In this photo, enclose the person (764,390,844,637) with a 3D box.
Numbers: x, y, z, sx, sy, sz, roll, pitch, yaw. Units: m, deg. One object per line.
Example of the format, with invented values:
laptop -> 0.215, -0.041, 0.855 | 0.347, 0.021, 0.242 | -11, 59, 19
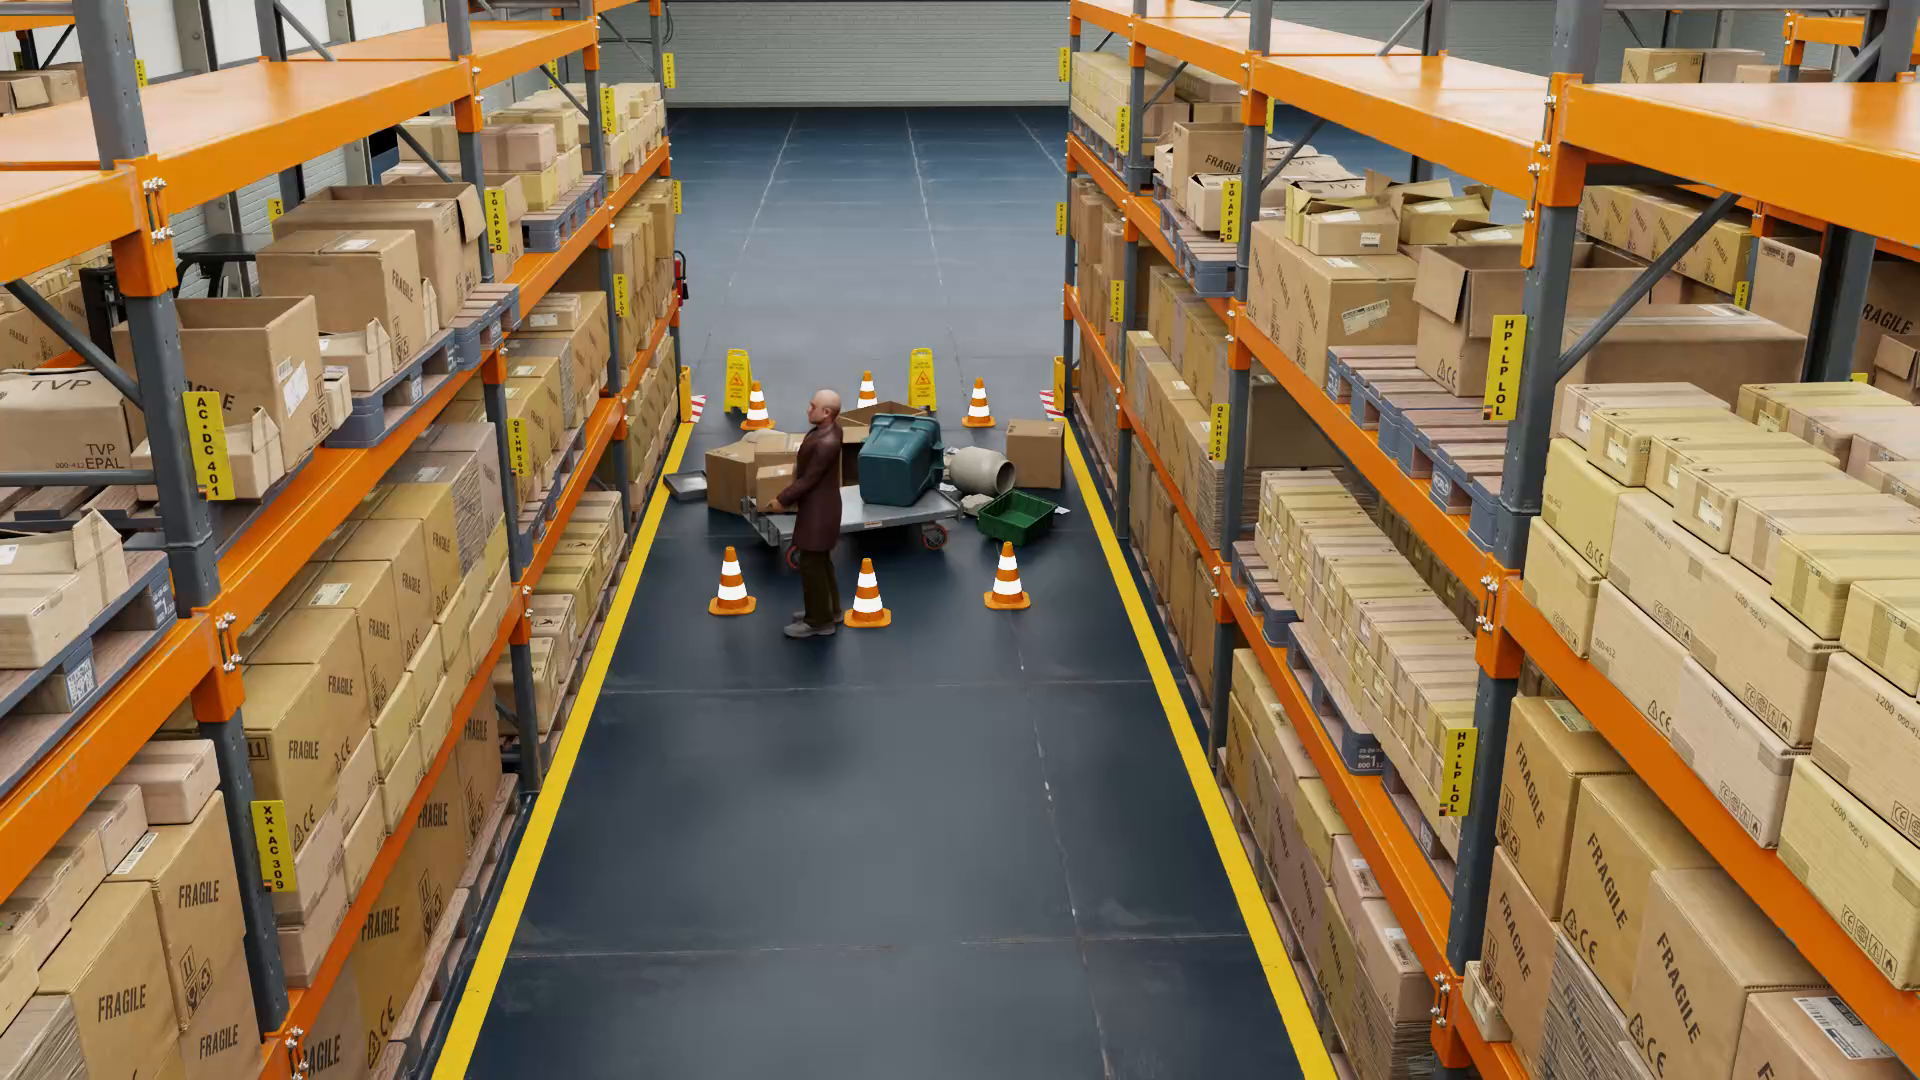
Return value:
person -> -1.082, -0.191, 11.630 | 0.555, 1.770, 0.528 | -1, 20, -2
